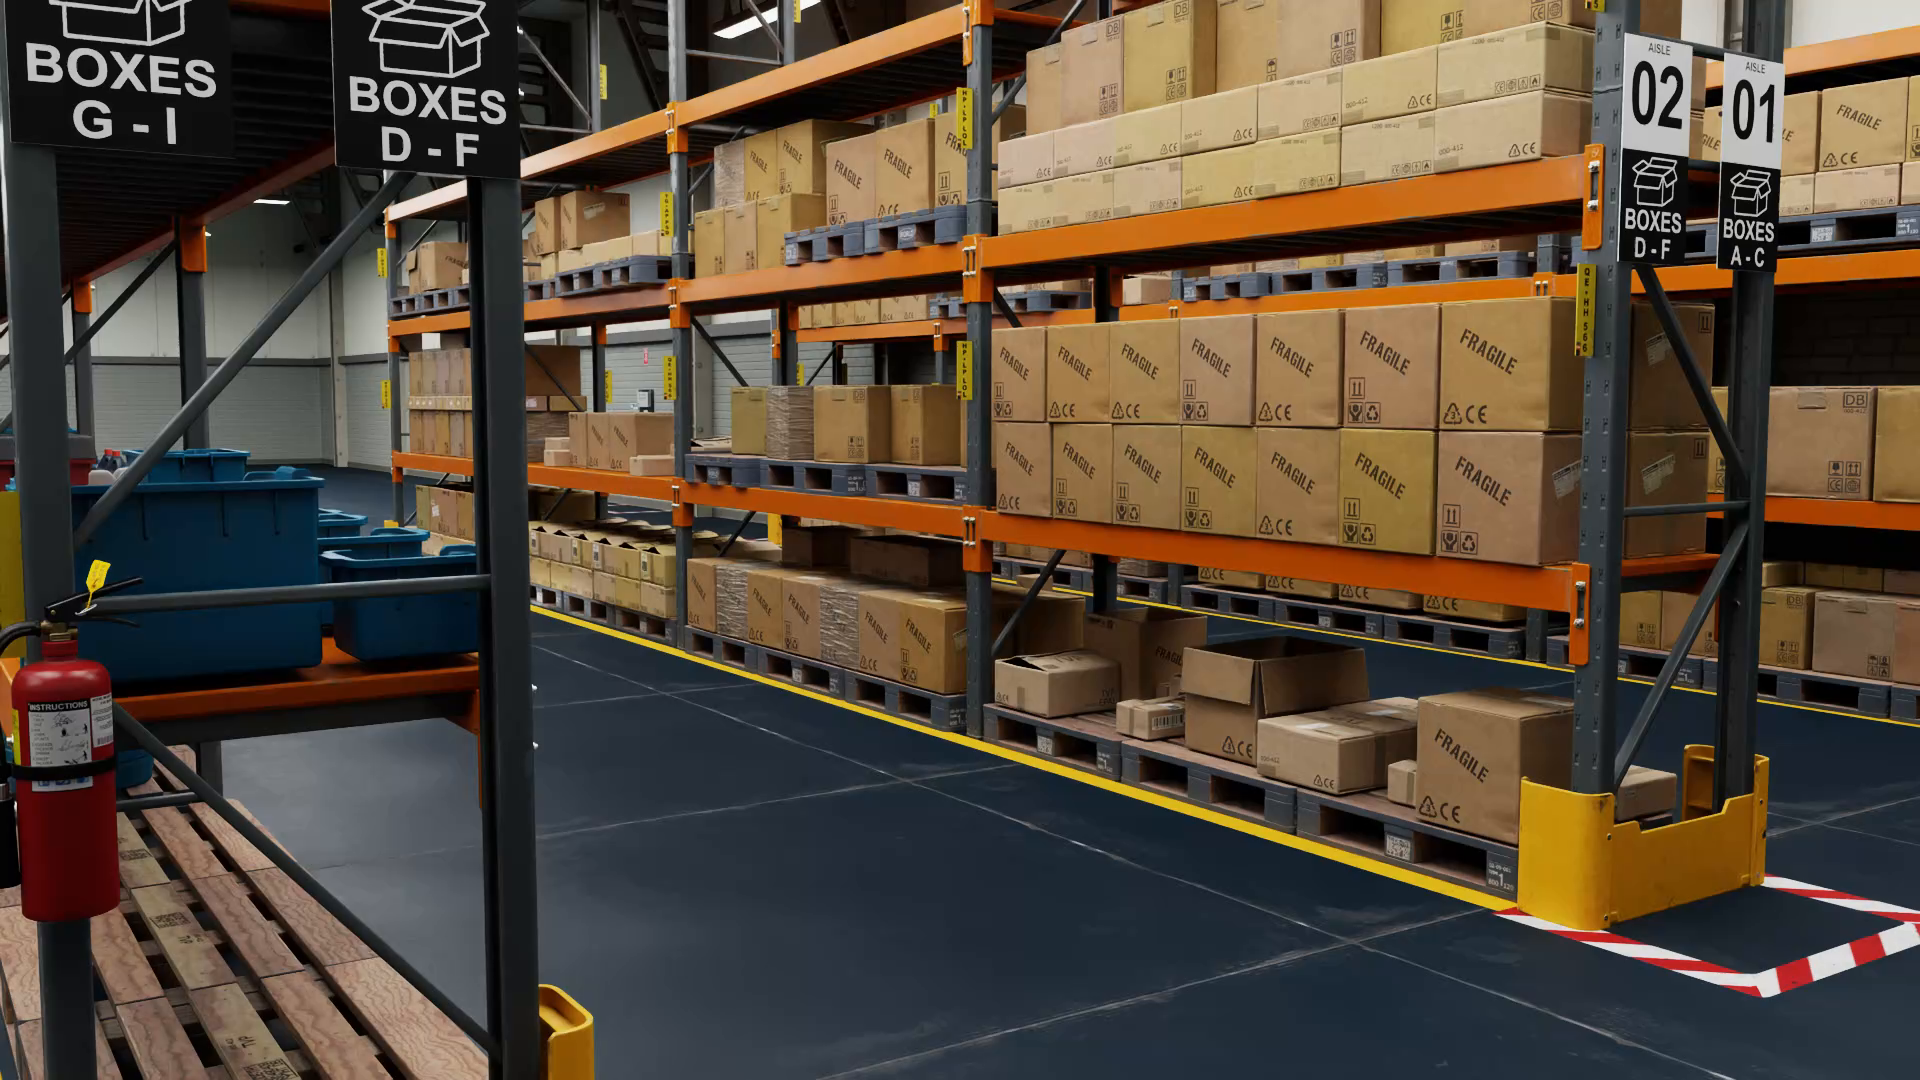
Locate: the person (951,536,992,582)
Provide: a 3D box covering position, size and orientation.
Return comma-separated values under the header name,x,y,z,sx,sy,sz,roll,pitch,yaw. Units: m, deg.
name,x,y,z,sx,sy,sz,roll,pitch,yaw
person,0.105,-0.170,15.172,0.427,1.554,0.892,1,5,9
